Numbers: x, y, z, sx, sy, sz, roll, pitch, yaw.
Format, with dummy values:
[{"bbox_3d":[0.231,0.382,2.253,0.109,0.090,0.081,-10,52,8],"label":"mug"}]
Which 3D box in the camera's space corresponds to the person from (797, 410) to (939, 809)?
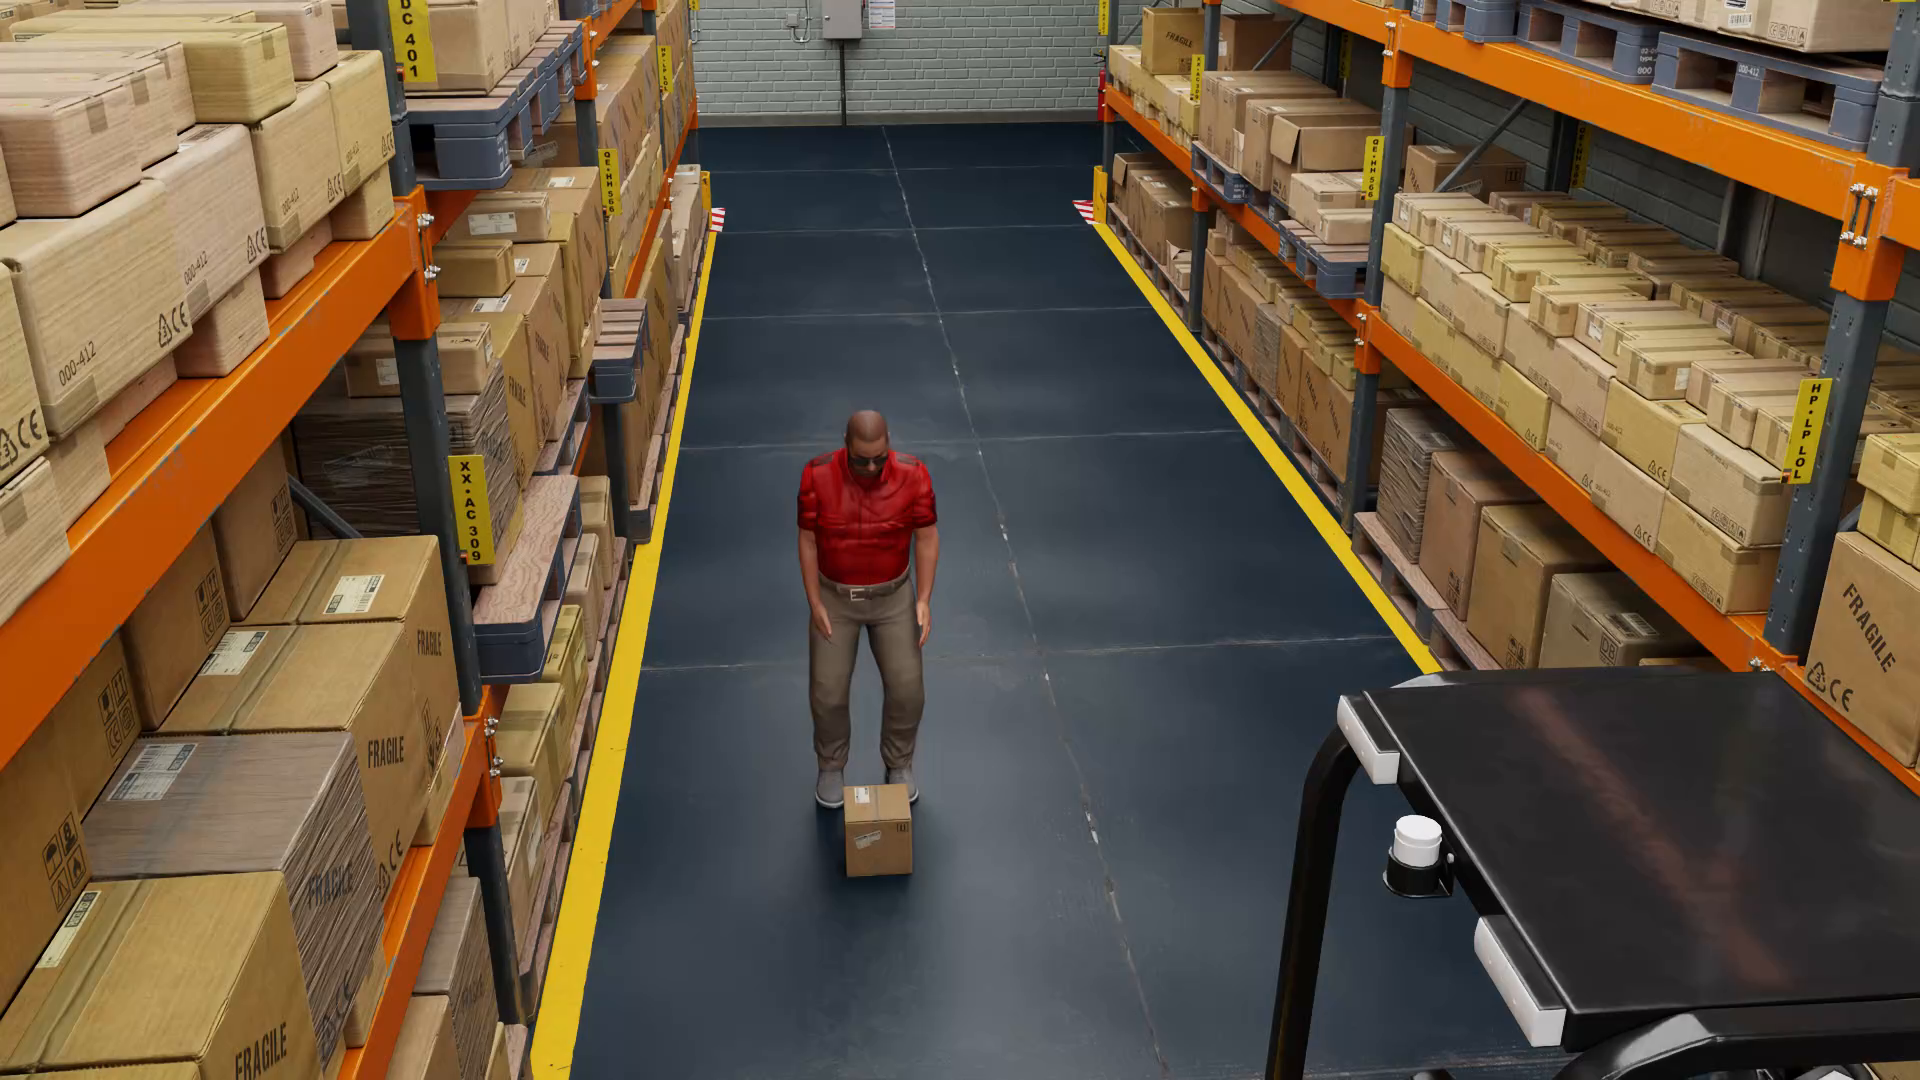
[{"bbox_3d":[-0.358,0.258,6.598,0.554,1.687,0.415,-2,24,-4],"label":"person"}]
